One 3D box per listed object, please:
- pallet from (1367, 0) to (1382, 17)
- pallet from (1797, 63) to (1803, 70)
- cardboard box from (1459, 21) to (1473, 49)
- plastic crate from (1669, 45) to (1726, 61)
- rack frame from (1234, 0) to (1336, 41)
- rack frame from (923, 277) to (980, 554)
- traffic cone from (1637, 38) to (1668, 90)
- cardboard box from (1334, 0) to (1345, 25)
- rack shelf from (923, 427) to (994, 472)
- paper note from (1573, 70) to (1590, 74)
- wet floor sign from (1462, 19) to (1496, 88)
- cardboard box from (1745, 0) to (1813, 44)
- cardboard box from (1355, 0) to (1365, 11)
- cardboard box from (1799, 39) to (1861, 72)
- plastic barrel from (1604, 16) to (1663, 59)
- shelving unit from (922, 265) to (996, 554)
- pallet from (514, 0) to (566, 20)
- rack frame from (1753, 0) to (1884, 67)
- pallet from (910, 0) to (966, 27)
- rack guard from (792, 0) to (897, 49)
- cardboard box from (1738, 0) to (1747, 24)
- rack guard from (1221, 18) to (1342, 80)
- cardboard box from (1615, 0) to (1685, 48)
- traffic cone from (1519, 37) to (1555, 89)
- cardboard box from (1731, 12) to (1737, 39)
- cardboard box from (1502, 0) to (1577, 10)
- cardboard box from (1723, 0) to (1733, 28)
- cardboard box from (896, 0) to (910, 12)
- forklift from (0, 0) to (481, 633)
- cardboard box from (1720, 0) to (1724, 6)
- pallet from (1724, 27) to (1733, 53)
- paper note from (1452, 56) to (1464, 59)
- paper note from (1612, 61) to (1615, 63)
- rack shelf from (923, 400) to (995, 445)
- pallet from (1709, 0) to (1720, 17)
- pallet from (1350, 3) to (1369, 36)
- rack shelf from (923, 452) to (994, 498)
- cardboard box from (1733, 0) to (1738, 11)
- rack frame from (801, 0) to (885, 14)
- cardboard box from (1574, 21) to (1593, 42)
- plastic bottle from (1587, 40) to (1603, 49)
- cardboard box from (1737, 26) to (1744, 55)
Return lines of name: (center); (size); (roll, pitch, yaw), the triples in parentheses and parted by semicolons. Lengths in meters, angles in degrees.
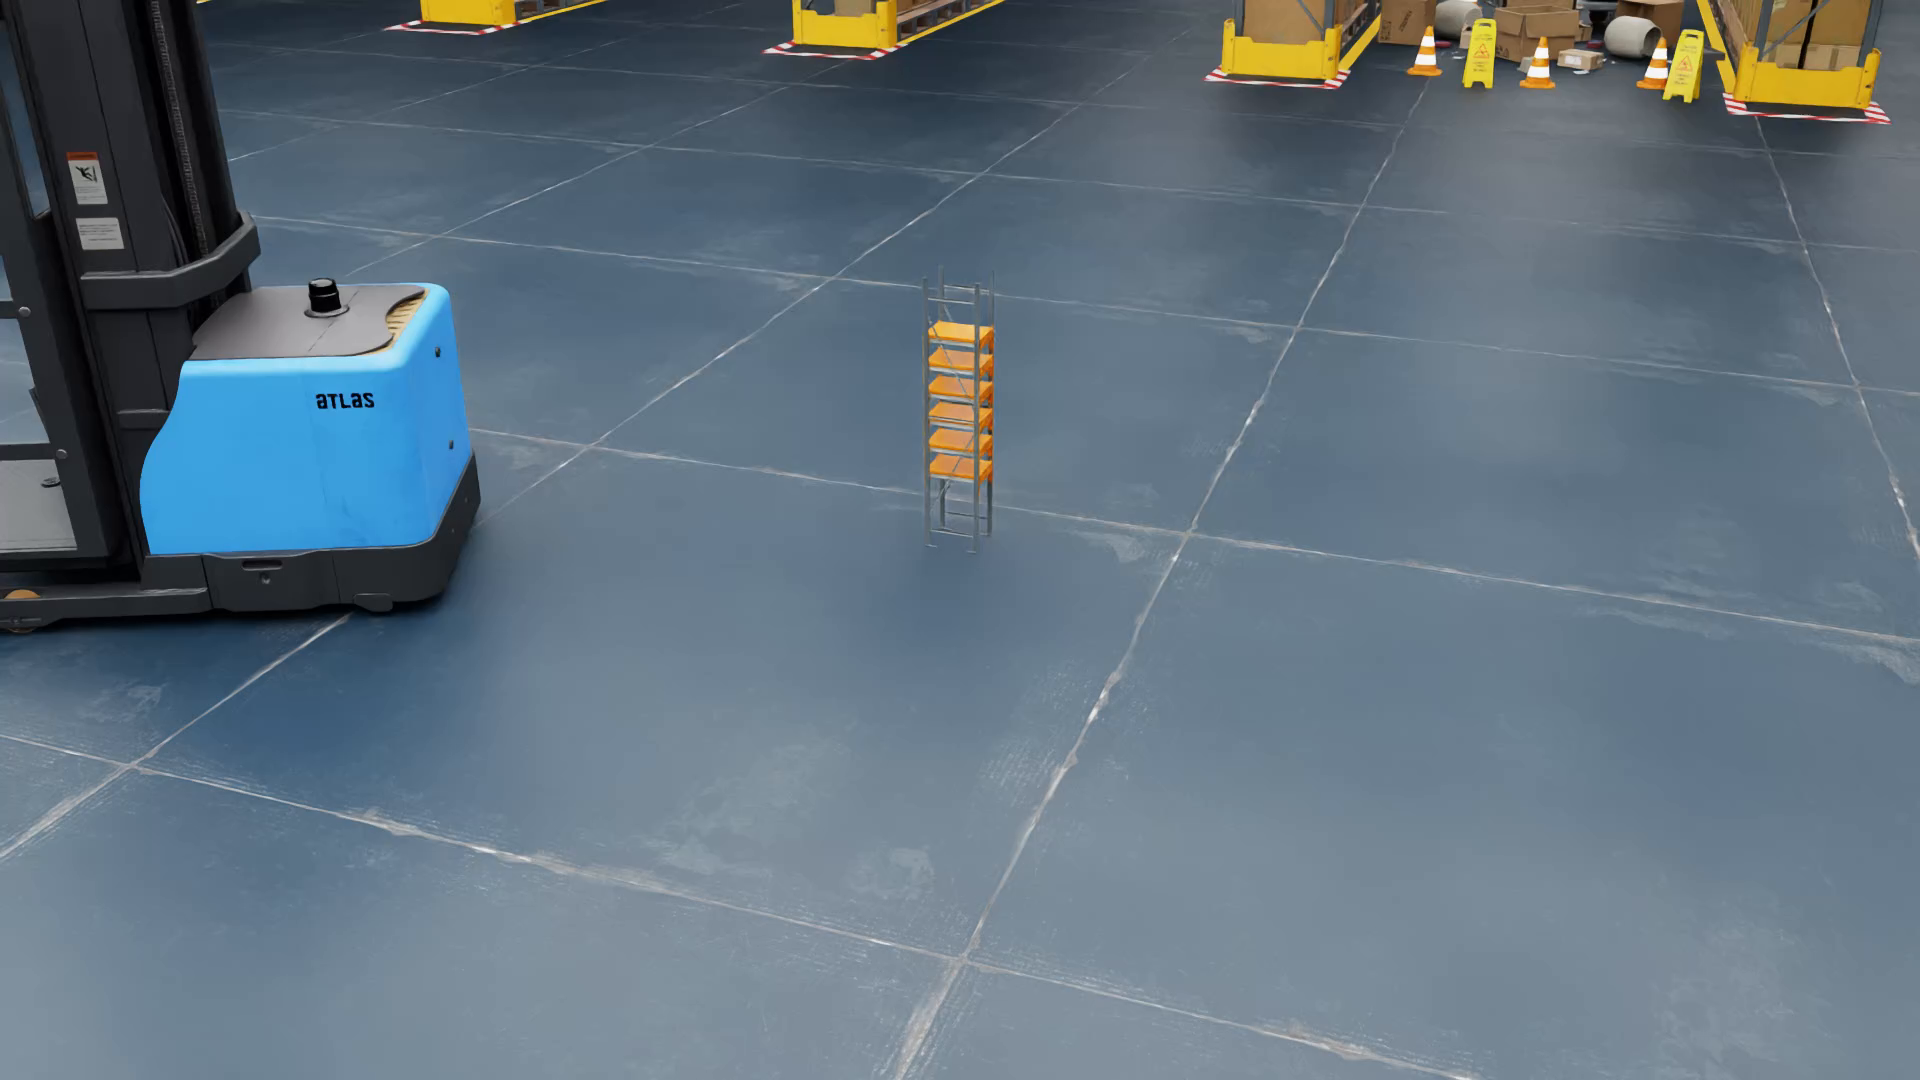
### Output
pallet: (4.833, -6.915, 21.289); (1.003, 0.211, 1.213); (9, 27, 17)
pallet: (8.346, -4.627, 16.563); (1.003, 0.211, 1.213); (9, 27, 17)
cardboard box: (5.812, -5.638, 18.589); (0.396, 0.266, 0.258); (14, 29, 26)
plastic crate: (8.053, -5.325, 18.157); (0.402, 0.080, 0.583); (0, 26, -1)
rack frame: (3.316, -6.198, 16.609); (1.000, 3.000, 0.127); (9, 27, 17)
rack frame: (-0.035, -0.496, 6.899); (0.240, 1.200, 0.006); (9, 27, 17)
traffic cone: (6.944, -4.744, 16.516); (0.336, 0.463, 0.334); (9, 27, 17)
cardboard box: (3.770, -6.081, 18.323); (0.875, 0.875, 0.875); (8, 27, 17)
rack shelf: (-0.005, -0.386, 7.048); (0.258, 0.103, 0.180); (9, 27, 17)
paper note: (6.455, -4.863, 17.258); (0.148, 0.019, 0.142); (0, 26, -1)
wet floor sign: (5.173, -4.839, 16.505); (0.267, 0.644, 0.232); (4, 26, 8)
cardboard box: (8.038, -5.178, 16.315); (0.500, 0.500, 0.500); (9, 27, 18)
cardboard box: (4.372, -6.826, 19.863); (0.875, 0.875, 0.875); (9, 27, 18)
cardboard box: (8.547, -4.765, 16.322); (0.500, 0.250, 0.500); (9, 27, 17)
plastic barrel: (7.277, -5.431, 17.980); (0.421, 0.421, 0.512); (-14, 29, -27)
shelving unit: (-0.005, -0.534, 6.976); (0.258, 1.200, 0.189); (9, 27, 17)
pallet: (-5.742, -6.793, 21.038); (1.003, 0.211, 1.213); (9, 27, 17)
rack frame: (8.017, -5.522, 15.212); (1.000, 3.000, 0.127); (9, 27, 17)
pallet: (-0.591, -6.563, 20.564); (1.003, 0.211, 1.213); (9, 27, 17)
rack guard: (-1.303, -5.865, 18.790); (1.175, 0.500, 0.348); (9, 27, 17)
cardboard box: (8.383, -5.599, 17.185); (0.500, 0.500, 0.500); (8, 27, 16)
rack guard: (3.308, -5.063, 17.133); (1.175, 0.500, 0.348); (9, 27, 17)
cardboard box: (7.709, -5.799, 18.650); (0.500, 0.500, 0.500); (-14, 29, -27)
traffic cone: (5.784, -4.765, 16.560); (0.336, 0.463, 0.334); (9, 27, 17)
cardboard box: (8.556, -5.474, 17.788); (0.500, 0.250, 0.500); (8, 27, 17)
cardboard box: (6.518, -5.934, 18.772); (0.797, 0.637, 0.503); (9, 27, 17)
cardboard box: (8.897, -5.914, 18.695); (0.500, 0.250, 0.500); (7, 27, 15)
cardboard box: (-0.938, -6.528, 19.676); (0.500, 0.500, 0.500); (17, 30, 31)
forklift: (-3.618, -1.188, 6.341); (3.031, 2.935, 1.130); (-2, 26, -4)
cardboard box: (9.757, -6.684, 20.146); (0.950, 0.372, 0.625); (11, 28, 21)
pallet: (9.158, -5.629, 18.634); (1.003, 0.211, 1.213); (9, 27, 17)
paper note: (5.425, -5.242, 18.043); (0.144, 0.017, 0.142); (20, 32, 35)
paper note: (6.999, -5.118, 17.810); (0.032, 0.001, 0.123); (9, 27, 17)
rack shelf: (-0.005, -0.494, 6.996); (0.258, 0.103, 0.180); (9, 27, 17)
pallet: (10.010, -6.734, 20.915); (1.003, 0.211, 1.213); (9, 27, 17)
pallet: (4.320, -6.286, 19.990); (1.003, 0.211, 1.213); (9, 27, 17)
rack shelf: (-0.005, -0.278, 7.100); (0.258, 0.103, 0.180); (9, 27, 17)
cardboard box: (8.730, -6.029, 18.074); (0.500, 0.500, 0.500); (10, 28, 20)
rack frame: (-1.328, -6.959, 18.180); (1.000, 3.000, 0.127); (9, 27, 17)
cardboard box: (7.053, -5.911, 19.154); (0.258, 0.266, 0.396); (-9, 27, -18)
plastic bottle: (7.150, -5.585, 18.714); (0.133, 0.061, 0.283); (14, 29, 26)
cardboard box: (8.212, -5.056, 16.924); (0.500, 0.250, 0.500); (9, 27, 18)
